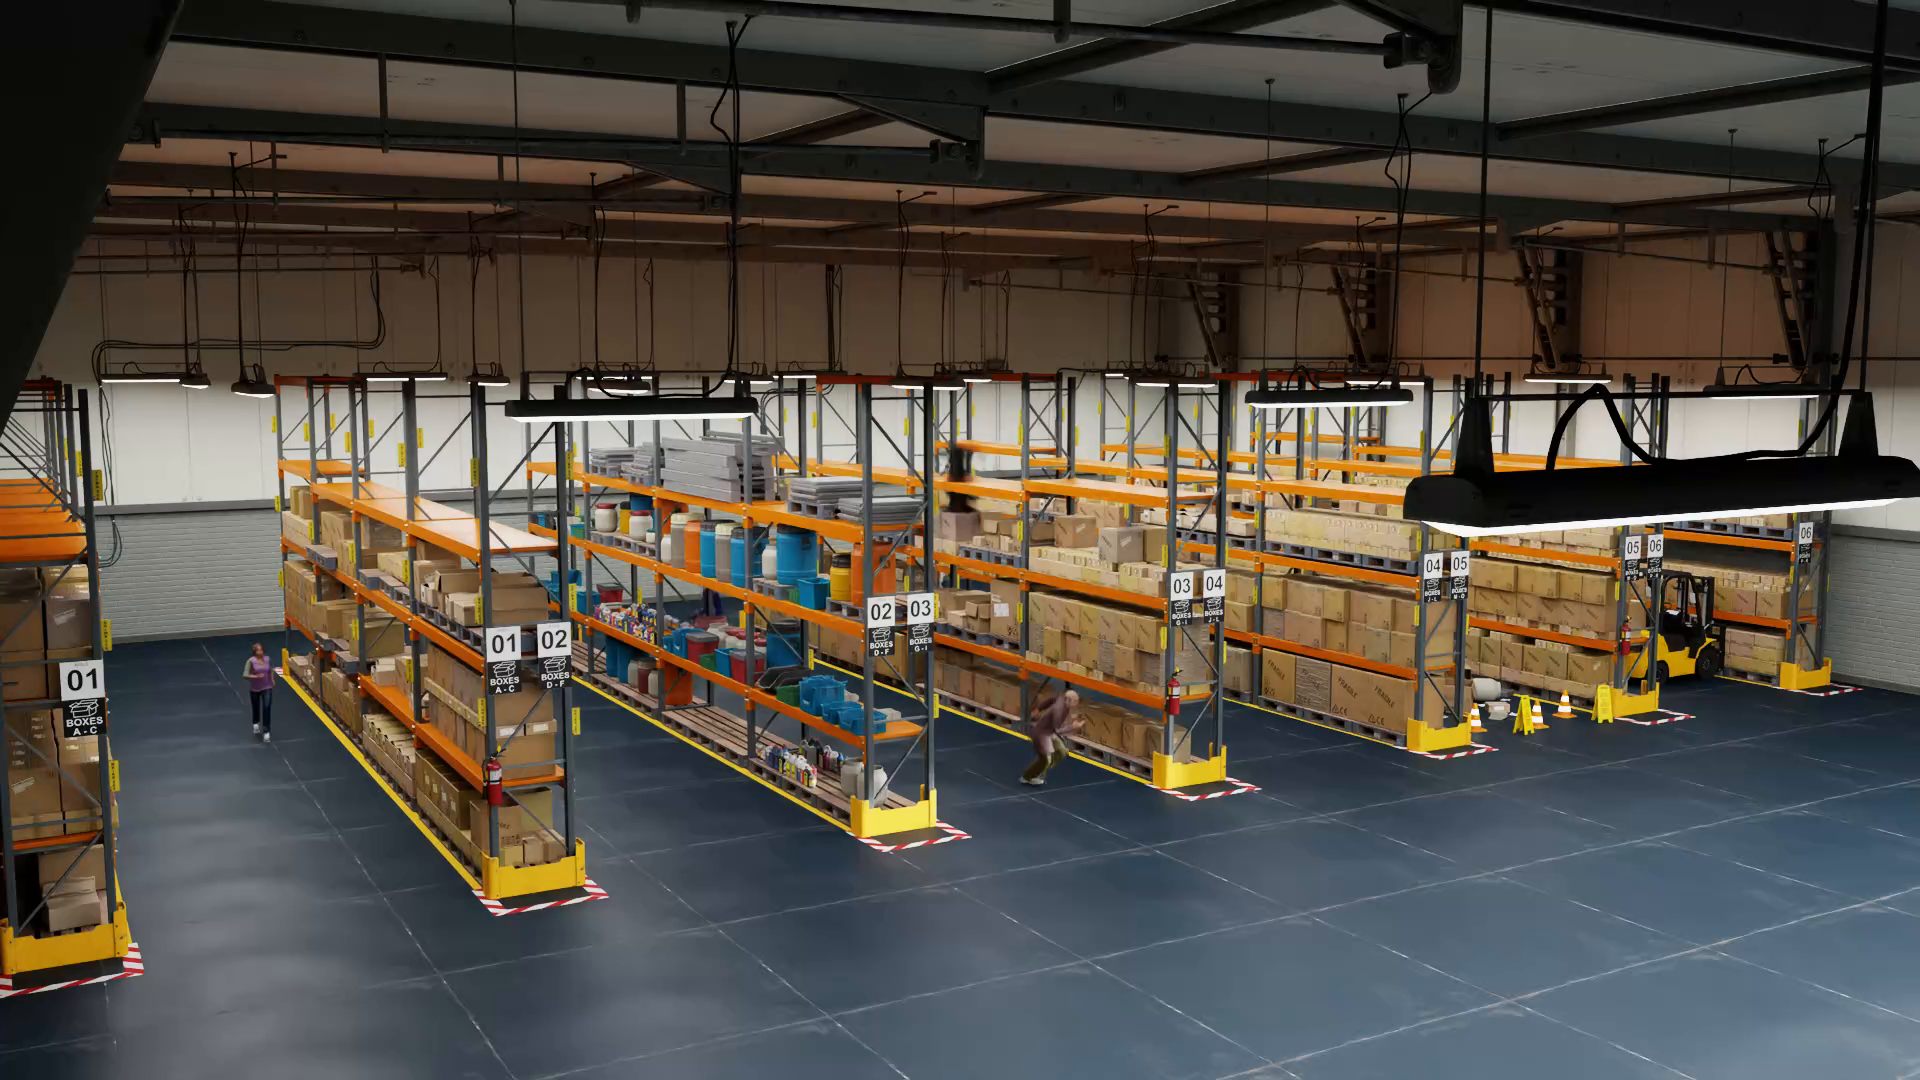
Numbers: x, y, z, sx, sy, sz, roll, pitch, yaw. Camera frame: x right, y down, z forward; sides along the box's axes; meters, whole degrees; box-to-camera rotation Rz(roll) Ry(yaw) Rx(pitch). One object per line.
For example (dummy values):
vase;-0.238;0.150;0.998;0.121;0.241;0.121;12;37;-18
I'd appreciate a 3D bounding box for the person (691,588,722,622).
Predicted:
person;-5.871;1.250;38.973;0.848;1.625;0.594;-3;7;-24

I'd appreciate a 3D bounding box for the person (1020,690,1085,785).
person;1.357;2.907;24.462;1.052;1.490;0.690;2;7;22

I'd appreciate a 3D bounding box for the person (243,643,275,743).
person;-11.627;2.494;27.609;0.508;1.609;0.861;-4;7;-30

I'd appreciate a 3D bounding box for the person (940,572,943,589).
person;-0.595;0.768;42.850;0.668;1.800;0.665;4;7;33
